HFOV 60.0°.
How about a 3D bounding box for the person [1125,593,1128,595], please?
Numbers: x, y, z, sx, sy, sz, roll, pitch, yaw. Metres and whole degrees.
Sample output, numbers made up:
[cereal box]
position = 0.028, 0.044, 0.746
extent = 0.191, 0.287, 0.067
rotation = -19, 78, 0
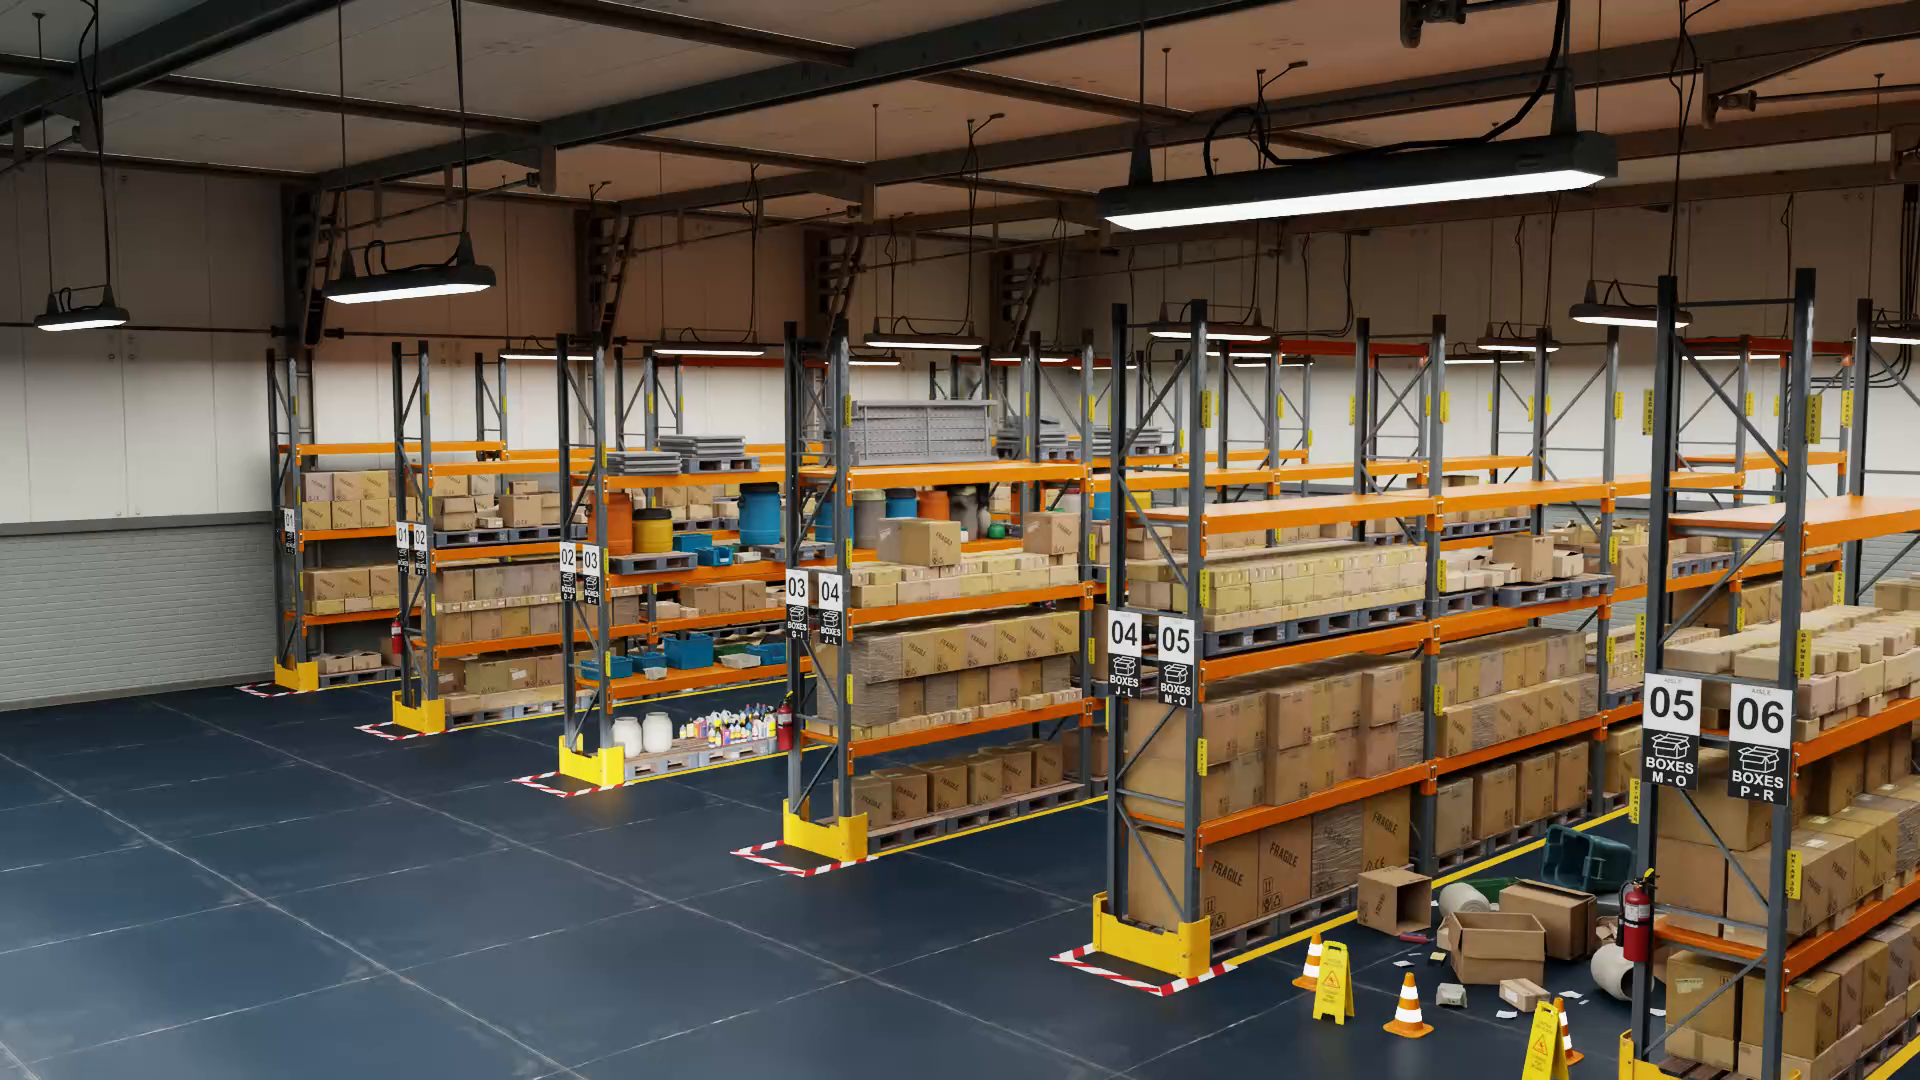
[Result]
[person]
position = 2.595, 1.709, 26.706
extent = 0.661, 1.738, 0.523
rotation = 4, 6, 38
